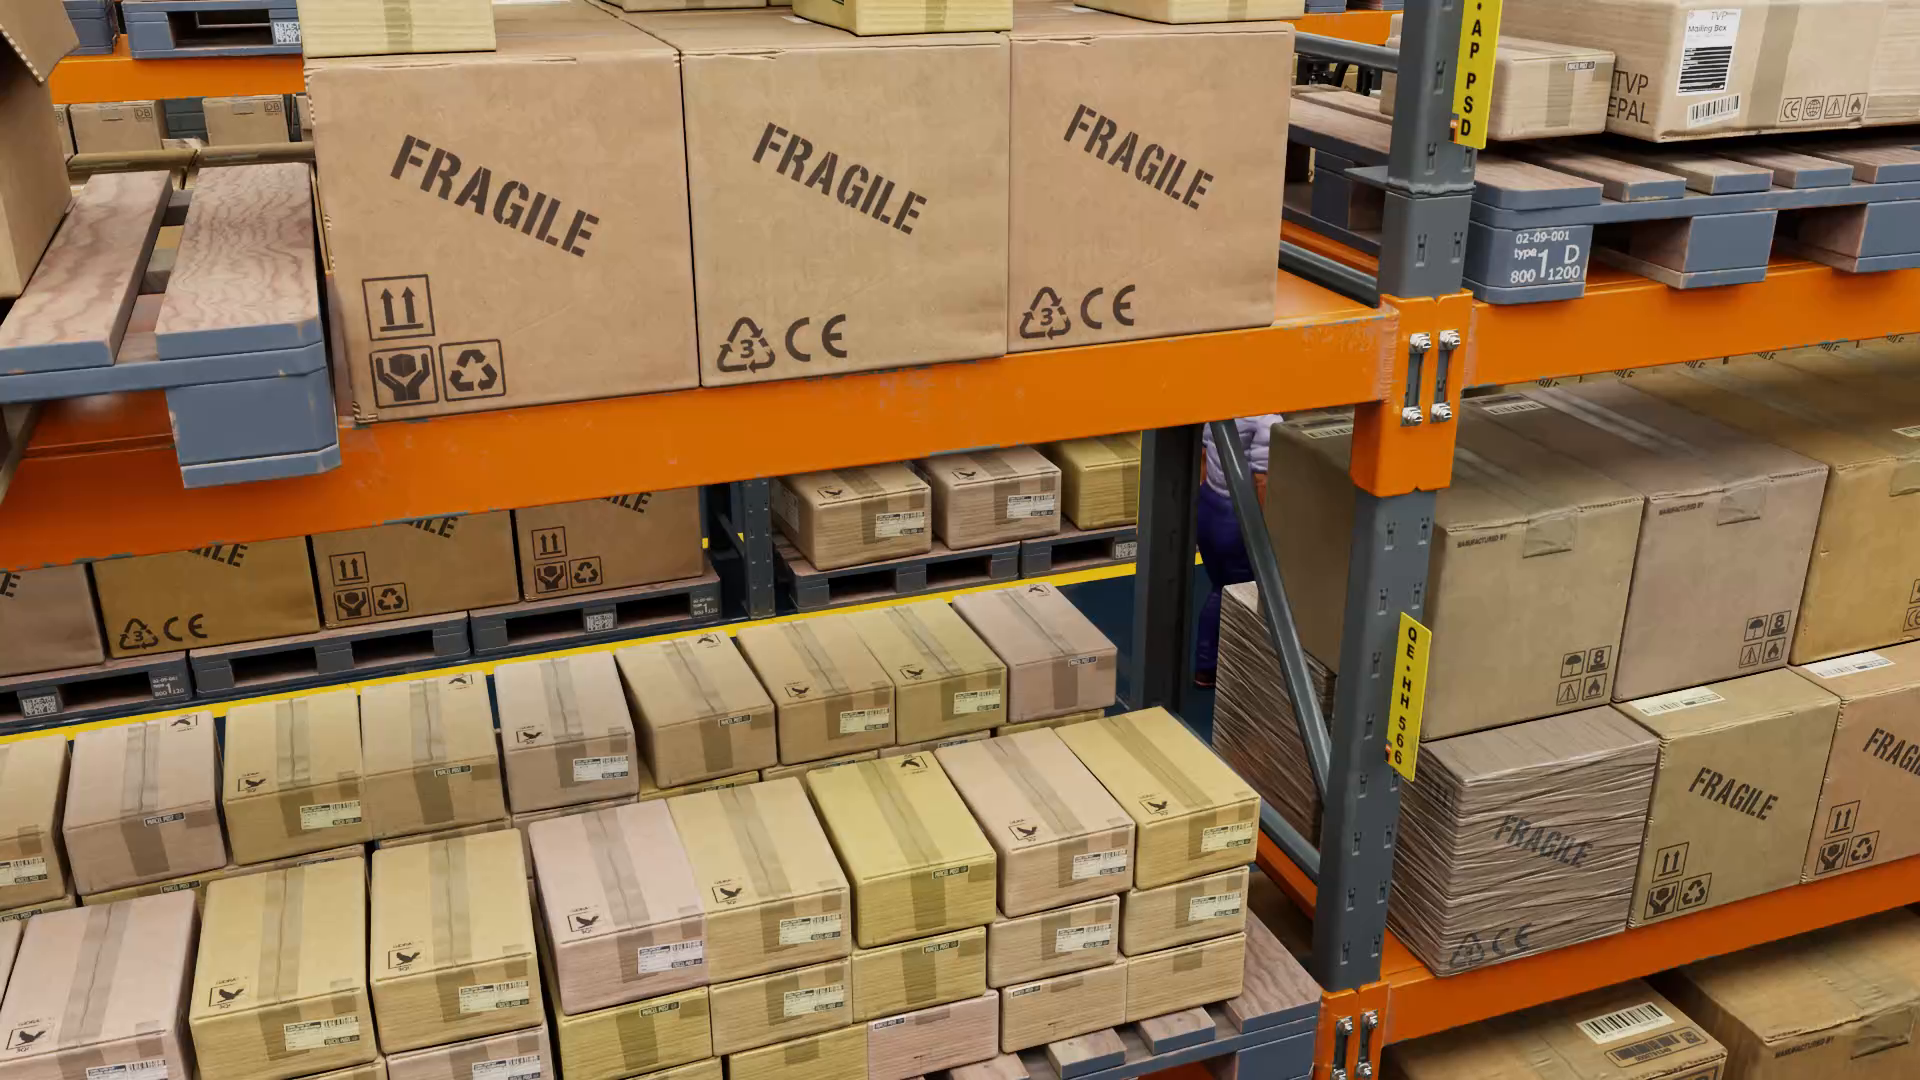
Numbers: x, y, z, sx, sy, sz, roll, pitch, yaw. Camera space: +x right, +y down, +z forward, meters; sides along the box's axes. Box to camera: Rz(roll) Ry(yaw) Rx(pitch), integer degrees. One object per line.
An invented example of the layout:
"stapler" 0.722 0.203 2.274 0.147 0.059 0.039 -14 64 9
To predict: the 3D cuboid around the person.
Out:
"person" 1.233 -0.060 7.248 0.367 1.651 0.555 -10 25 -22
